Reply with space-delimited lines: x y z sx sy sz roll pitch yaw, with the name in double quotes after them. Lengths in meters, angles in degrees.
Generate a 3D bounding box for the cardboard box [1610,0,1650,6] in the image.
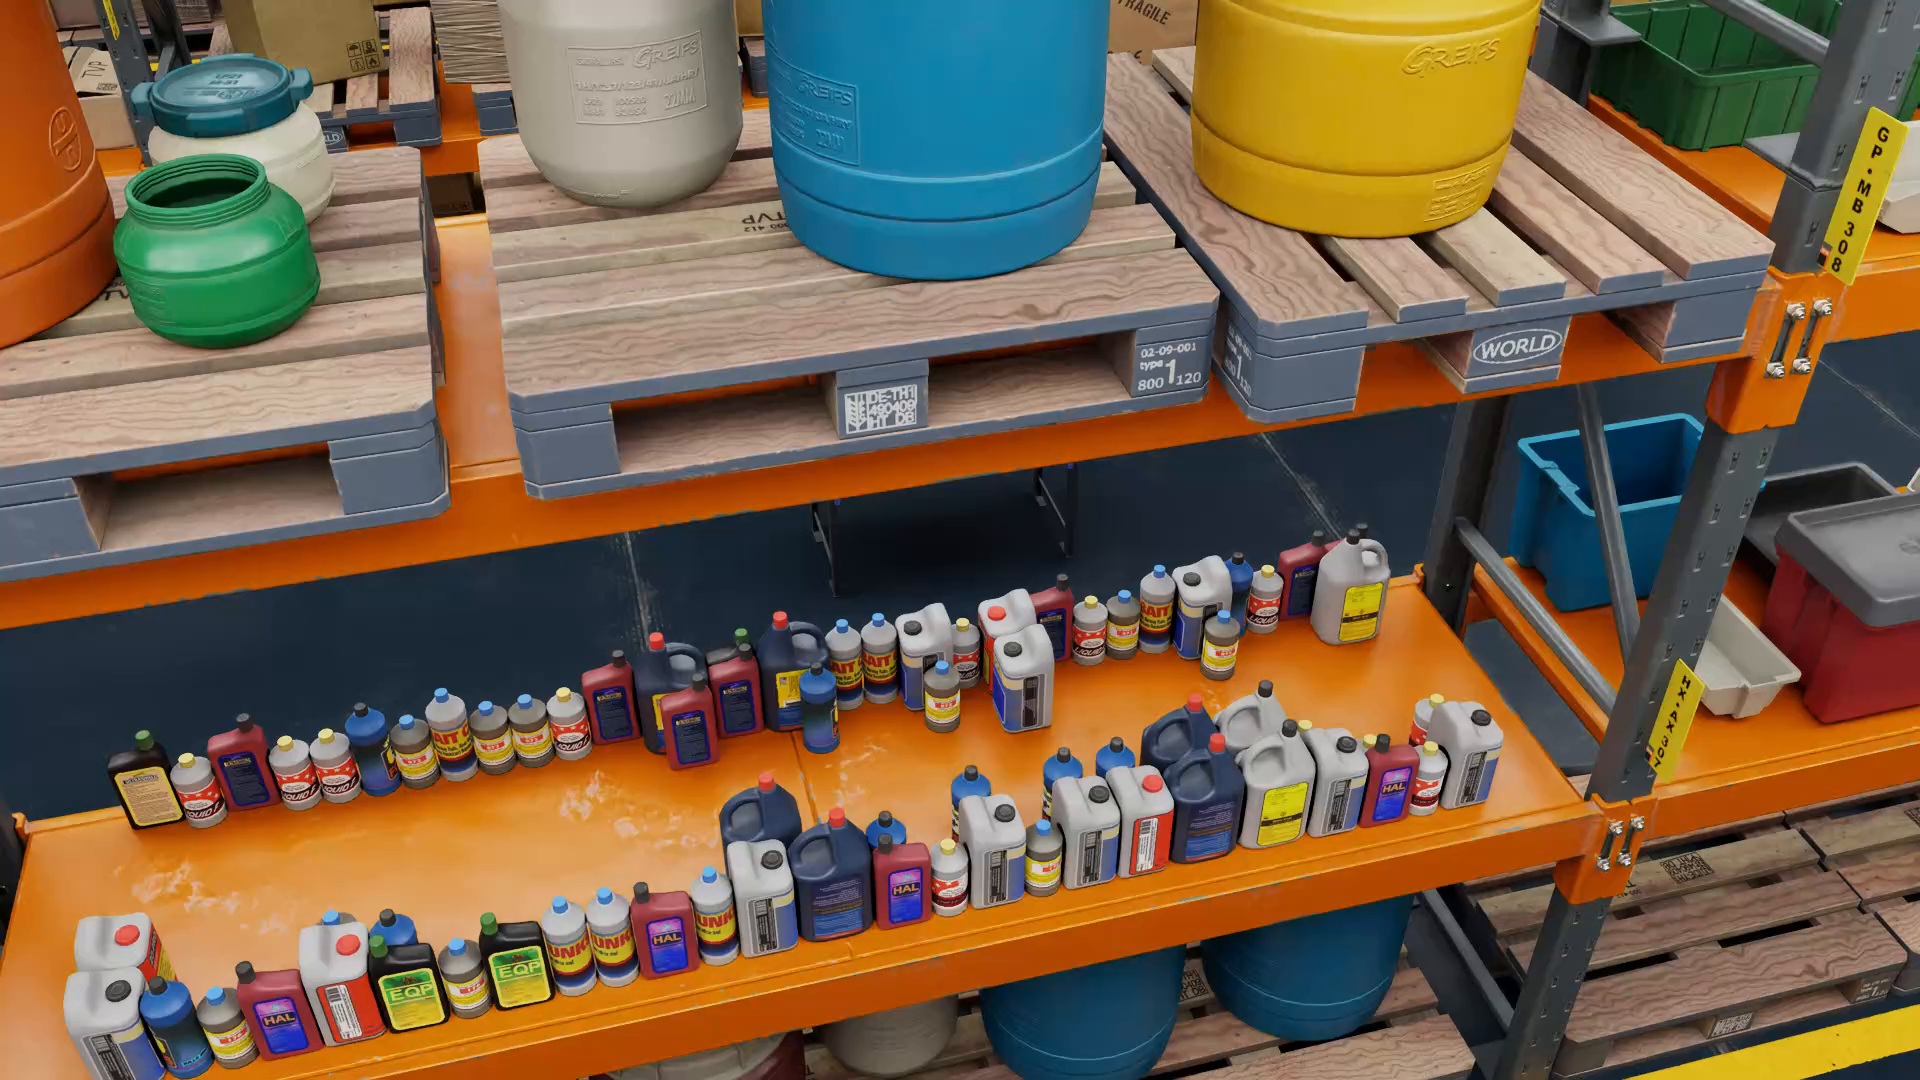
3.279 -3.041 8.674 0.500 0.500 0.500 -9 38 -12 "cardboard box"

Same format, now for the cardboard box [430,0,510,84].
-2.072 -2.454 7.561 0.500 0.500 0.700 -3 37 -3 "cardboard box"

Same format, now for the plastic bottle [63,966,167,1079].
-1.793 1.028 3.539 0.135 0.276 0.152 -9 38 -12 "plastic bottle"

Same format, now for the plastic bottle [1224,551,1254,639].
0.772 0.149 4.693 0.097 0.271 0.097 0 37 0 "plastic bottle"

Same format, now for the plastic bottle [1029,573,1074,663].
0.244 0.219 4.591 0.133 0.283 0.061 -9 38 -12 "plastic bottle"

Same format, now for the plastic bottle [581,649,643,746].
-0.912 0.409 4.343 0.133 0.283 0.061 -9 38 -12 "plastic bottle"

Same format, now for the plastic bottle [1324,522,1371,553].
1.101 0.078 4.775 0.133 0.283 0.061 -9 38 -12 "plastic bottle"

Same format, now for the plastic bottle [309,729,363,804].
-1.583 0.563 4.209 0.097 0.201 0.097 0 37 0 "plastic bottle"

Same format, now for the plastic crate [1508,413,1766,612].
1.928 -0.067 4.833 0.575 0.384 0.392 -9 38 -12 "plastic crate"

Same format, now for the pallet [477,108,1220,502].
-0.259 -0.529 3.160 1.213 0.211 1.003 -9 38 -12 "pallet"

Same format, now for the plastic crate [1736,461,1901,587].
2.577 -0.025 4.991 0.590 0.125 0.437 -9 38 -12 "plastic crate"

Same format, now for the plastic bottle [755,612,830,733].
-0.441 0.331 4.389 0.185 0.351 0.144 -9 38 -12 "plastic bottle"

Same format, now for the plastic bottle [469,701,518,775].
-1.207 0.501 4.290 0.097 0.201 0.097 0 37 0 "plastic bottle"

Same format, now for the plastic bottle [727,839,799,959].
-0.454 0.808 3.827 0.135 0.276 0.152 -9 38 -12 "plastic bottle"

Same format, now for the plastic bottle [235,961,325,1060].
-1.464 1.000 3.570 0.133 0.283 0.061 -9 38 -12 "plastic bottle"

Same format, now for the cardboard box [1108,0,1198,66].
0.842 -2.643 8.154 0.500 0.500 0.500 -8 38 -11 "cardboard box"

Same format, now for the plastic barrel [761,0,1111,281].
-0.041 -0.973 2.826 0.708 0.901 0.600 -9 38 -12 "plastic barrel"

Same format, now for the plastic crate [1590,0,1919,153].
1.897 -1.128 3.961 0.662 0.188 0.450 -9 38 -12 "plastic crate"

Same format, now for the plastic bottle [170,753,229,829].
-1.900 0.615 4.141 0.097 0.201 0.097 0 37 0 "plastic bottle"

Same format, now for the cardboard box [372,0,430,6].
-4.134 -4.306 11.834 0.750 0.750 0.750 -10 38 -13 "cardboard box"

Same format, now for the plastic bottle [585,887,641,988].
-0.782 0.881 3.735 0.097 0.271 0.097 0 37 0 "plastic bottle"

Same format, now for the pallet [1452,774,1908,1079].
2.266 1.192 5.518 1.213 0.211 1.003 -9 38 -12 "pallet"

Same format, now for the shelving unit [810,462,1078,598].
-0.082 -0.582 6.777 1.048 1.500 0.538 -9 38 -12 "shelving unit"

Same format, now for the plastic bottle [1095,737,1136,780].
0.380 0.595 4.110 0.097 0.271 0.097 0 37 0 "plastic bottle"

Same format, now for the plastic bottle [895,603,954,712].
-0.097 0.307 4.483 0.135 0.276 0.152 -9 38 -12 "plastic bottle"

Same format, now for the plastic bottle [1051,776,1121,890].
0.301 0.684 3.989 0.135 0.276 0.152 -9 38 -12 "plastic bottle"

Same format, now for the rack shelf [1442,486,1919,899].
3.497 0.193 5.121 4.000 0.370 1.077 -9 38 -12 "rack shelf"

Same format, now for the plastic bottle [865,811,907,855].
-0.172 0.743 3.916 0.097 0.271 0.097 0 37 0 "plastic bottle"

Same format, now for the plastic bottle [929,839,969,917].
-0.028 0.785 3.918 0.097 0.201 0.097 0 37 0 "plastic bottle"

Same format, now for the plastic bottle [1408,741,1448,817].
1.166 0.589 4.174 0.097 0.201 0.097 0 37 0 "plastic bottle"

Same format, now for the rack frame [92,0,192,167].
-3.583 -2.048 7.459 0.127 3.000 1.000 -9 38 -12 "rack frame"

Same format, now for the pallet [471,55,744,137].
-1.707 -2.283 7.924 1.213 0.211 1.003 -9 38 -12 "pallet"

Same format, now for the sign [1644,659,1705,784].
1.708 0.437 3.982 0.005 0.325 0.100 -9 38 -12 "sign"

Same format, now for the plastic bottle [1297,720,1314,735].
0.867 0.543 4.235 0.097 0.201 0.097 0 37 0 "plastic bottle"

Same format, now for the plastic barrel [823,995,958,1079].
-0.215 1.271 4.822 0.421 0.512 0.421 0 37 0 "plastic barrel"

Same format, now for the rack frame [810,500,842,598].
-0.573 -0.502 6.671 0.032 1.500 0.500 -9 38 -12 "rack frame"

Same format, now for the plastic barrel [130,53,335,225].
-1.298 -0.701 2.997 0.301 0.262 0.301 0 37 0 "plastic barrel"

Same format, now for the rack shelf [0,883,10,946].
-4.226 1.460 3.464 4.000 0.370 1.077 -9 38 -12 "rack shelf"

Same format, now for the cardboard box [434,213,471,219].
-2.565 -1.221 8.073 0.500 0.500 0.500 -11 39 -14 "cardboard box"

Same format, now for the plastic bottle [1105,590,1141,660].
0.454 0.228 4.646 0.097 0.201 0.097 0 37 0 "plastic bottle"

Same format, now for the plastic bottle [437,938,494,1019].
-1.099 0.961 3.689 0.097 0.201 0.097 0 37 0 "plastic bottle"

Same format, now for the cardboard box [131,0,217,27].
-5.560 -3.991 11.693 0.500 0.500 0.700 -9 38 -11 "cardboard box"

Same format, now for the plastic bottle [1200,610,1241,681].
0.718 0.281 4.577 0.097 0.201 0.097 0 37 0 "plastic bottle"

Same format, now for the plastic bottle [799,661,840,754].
-0.367 0.426 4.330 0.097 0.271 0.097 0 37 0 "plastic bottle"

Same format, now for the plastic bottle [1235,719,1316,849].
0.764 0.581 4.062 0.185 0.351 0.144 -9 38 -12 "plastic bottle"

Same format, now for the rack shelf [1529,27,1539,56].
2.210 -2.713 8.920 4.000 0.370 1.077 -9 38 -12 "rack shelf"

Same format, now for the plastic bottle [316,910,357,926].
-1.397 0.914 3.750 0.097 0.201 0.097 0 37 0 "plastic bottle"

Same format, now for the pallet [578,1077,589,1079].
-1.545 1.816 4.702 1.213 0.211 1.003 -9 38 -12 "pallet"
